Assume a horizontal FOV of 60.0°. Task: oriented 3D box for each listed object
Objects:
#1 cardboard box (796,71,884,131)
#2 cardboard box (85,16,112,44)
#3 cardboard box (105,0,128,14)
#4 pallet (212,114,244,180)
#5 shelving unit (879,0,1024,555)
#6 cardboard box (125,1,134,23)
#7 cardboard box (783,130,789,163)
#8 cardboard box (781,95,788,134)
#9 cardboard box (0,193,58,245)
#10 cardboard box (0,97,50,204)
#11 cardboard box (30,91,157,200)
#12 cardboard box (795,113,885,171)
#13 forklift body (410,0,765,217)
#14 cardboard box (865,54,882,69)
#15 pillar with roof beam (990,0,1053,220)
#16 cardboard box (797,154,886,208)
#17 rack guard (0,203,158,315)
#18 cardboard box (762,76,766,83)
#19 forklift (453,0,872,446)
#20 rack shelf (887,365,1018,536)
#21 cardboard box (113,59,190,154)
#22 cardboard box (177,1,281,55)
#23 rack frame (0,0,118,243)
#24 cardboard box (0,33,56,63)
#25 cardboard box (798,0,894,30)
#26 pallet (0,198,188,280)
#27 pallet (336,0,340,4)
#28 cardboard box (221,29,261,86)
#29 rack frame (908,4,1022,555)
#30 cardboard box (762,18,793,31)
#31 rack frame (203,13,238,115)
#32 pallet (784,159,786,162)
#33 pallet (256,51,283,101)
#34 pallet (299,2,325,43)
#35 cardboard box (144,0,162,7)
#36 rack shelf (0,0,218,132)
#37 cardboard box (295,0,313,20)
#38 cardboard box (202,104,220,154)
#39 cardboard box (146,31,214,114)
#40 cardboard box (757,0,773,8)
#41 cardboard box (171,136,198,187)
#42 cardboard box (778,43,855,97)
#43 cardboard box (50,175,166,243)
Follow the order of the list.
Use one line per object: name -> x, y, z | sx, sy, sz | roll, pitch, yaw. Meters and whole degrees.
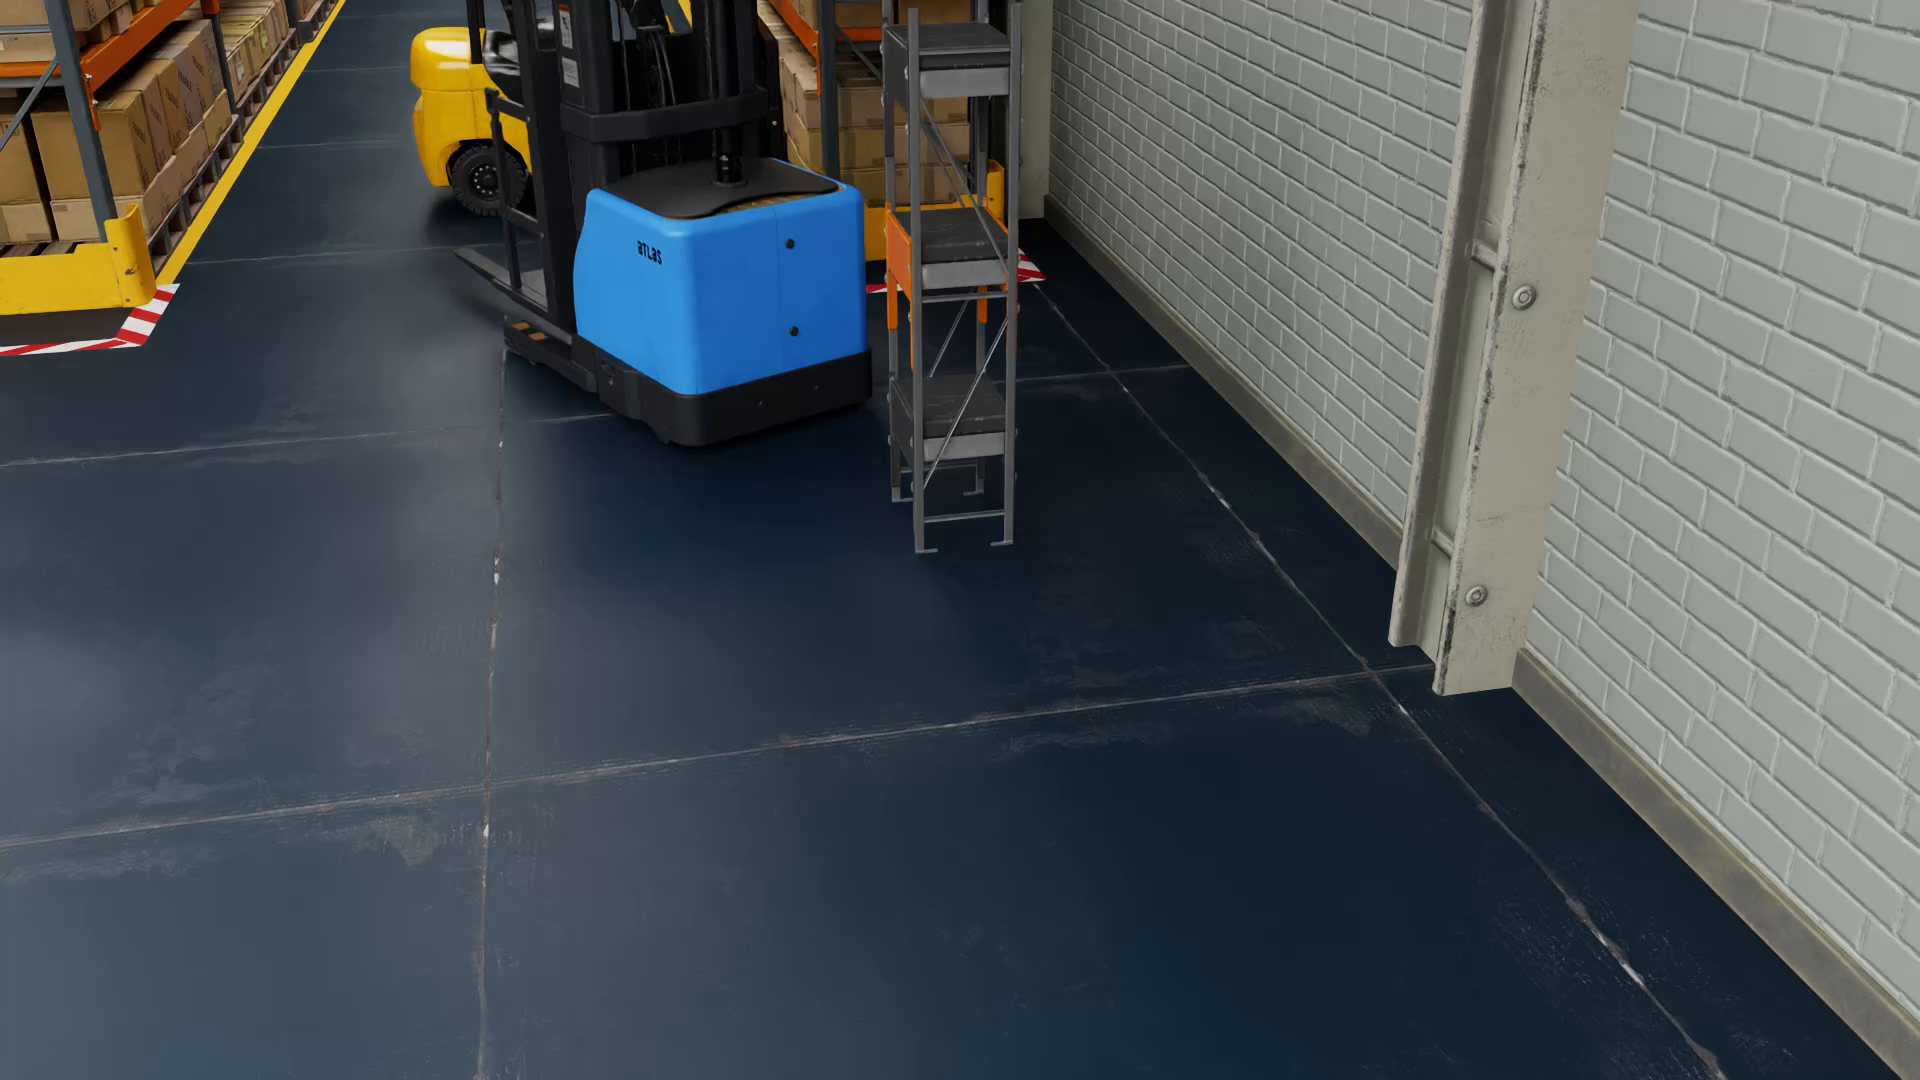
cardboard box -> -0.736, -2.721, 10.289 | 0.500, 0.250, 0.500 | -5, 27, -10
cardboard box -> -5.090, -2.931, 9.507 | 0.380, 0.149, 0.250 | -7, 28, -13
cardboard box -> -5.120, -3.279, 9.477 | 0.500, 0.500, 0.500 | -5, 27, -10
pallet -> -5.879, -2.859, 12.180 | 1.003, 0.211, 1.213 | -6, 27, -12
shelving unit -> -0.037, -1.010, 6.421 | 0.431, 2.100, 0.503 | -6, 27, -12
cardboard box -> -5.193, -3.157, 9.955 | 0.380, 0.149, 0.250 | -5, 27, -10
cardboard box -> -0.949, -2.719, 11.393 | 0.500, 0.250, 0.500 | -6, 27, -11
cardboard box -> -0.982, -2.955, 11.307 | 0.500, 0.250, 0.500 | -7, 28, -13
cardboard box -> -5.613, -1.937, 9.844 | 0.500, 0.250, 0.500 | -6, 27, -12
cardboard box -> -5.598, -2.259, 9.650 | 0.500, 0.500, 0.500 | -6, 27, -11
cardboard box -> -5.082, -2.326, 9.783 | 0.500, 0.500, 0.500 | -7, 28, -13
cardboard box -> -0.743, -2.510, 10.424 | 0.500, 0.250, 0.500 | -6, 27, -12
forklift body -> -2.533, -3.413, 11.125 | 2.313, 2.155, 1.214 | -6, 27, -12
cardboard box -> -0.369, -3.000, 10.841 | 0.500, 0.250, 0.500 | -6, 27, -12
pillar with roof beam -> -3.802, -5.783, 8.220 | 9.100, 9.000, 0.400 | -6, 27, -12
cardboard box -> -0.742, -2.279, 10.521 | 0.500, 0.250, 0.500 | -6, 27, -11
rack guard -> -5.181, -1.556, 9.279 | 1.175, 0.500, 0.348 | -6, 27, -12
cardboard box -> -1.204, -3.397, 12.182 | 0.500, 0.250, 0.500 | -6, 27, -12
forklift -> -1.720, -2.326, 8.105 | 1.130, 2.935, 3.031 | -19, 33, -33
rack shelf -> -0.037, -0.373, 6.742 | 0.431, 0.518, 0.480 | -6, 27, -12
cardboard box -> -5.309, -2.776, 10.675 | 0.500, 0.500, 0.500 | -5, 27, -11
cardboard box -> -6.675, -4.593, 14.971 | 0.950, 0.372, 0.625 | -6, 27, -13
rack frame -> -5.164, -2.639, 8.649 | 1.000, 3.000, 0.127 | -6, 27, -12
cardboard box -> -5.039, -2.697, 9.043 | 0.380, 0.149, 0.250 | -6, 27, -11
cardboard box -> -0.695, -3.379, 10.004 | 0.500, 0.500, 0.500 | -7, 28, -13
pallet -> -5.329, -1.788, 10.057 | 1.003, 0.211, 1.213 | -6, 27, -12
pallet -> -7.621, -6.331, 19.059 | 1.003, 0.211, 1.213 | -6, 27, -12
cardboard box -> -6.351, -3.955, 13.706 | 0.950, 0.372, 0.625 | -4, 27, -8
rack frame -> 0.018, -0.903, 6.209 | 0.400, 2.100, 0.015 | -6, 27, -12
cardboard box -> -1.198, -3.620, 12.069 | 0.500, 0.250, 0.500 | -5, 27, -10
rack frame -> -6.065, -4.395, 12.128 | 1.000, 3.000, 0.127 | -6, 27, -12
pallet -> -0.813, -2.766, 11.995 | 1.003, 0.211, 1.213 | -6, 27, -12
pallet -> -6.520, -4.028, 14.497 | 1.003, 0.211, 1.213 | -6, 27, -12
pallet -> -7.071, -5.260, 16.937 | 1.003, 0.211, 1.213 | -6, 27, -12
cardboard box -> -5.342, -3.502, 10.639 | 0.380, 0.149, 0.250 | -6, 27, -11
rack shelf -> -5.614, -3.196, 10.551 | 1.077, 0.370, 4.000 | -6, 27, -12
cardboard box -> -7.041, -5.701, 16.609 | 0.875, 0.875, 0.875 | -6, 27, -12
cardboard box -> -5.540, -2.890, 11.732 | 0.500, 0.250, 0.500 | -7, 28, -13
cardboard box -> -5.554, -3.234, 11.582 | 0.500, 0.500, 0.500 | -5, 27, -11
cardboard box -> -1.427, -4.063, 12.946 | 0.500, 0.250, 0.500 | -6, 27, -12
cardboard box -> -5.319, -2.444, 10.849 | 0.500, 0.250, 0.500 | -4, 27, -8
cardboard box -> -0.980, -3.165, 11.168 | 0.500, 0.250, 0.500 | -6, 27, -11
cardboard box -> -5.076, -1.981, 9.931 | 0.500, 0.250, 0.500 | -6, 27, -12
